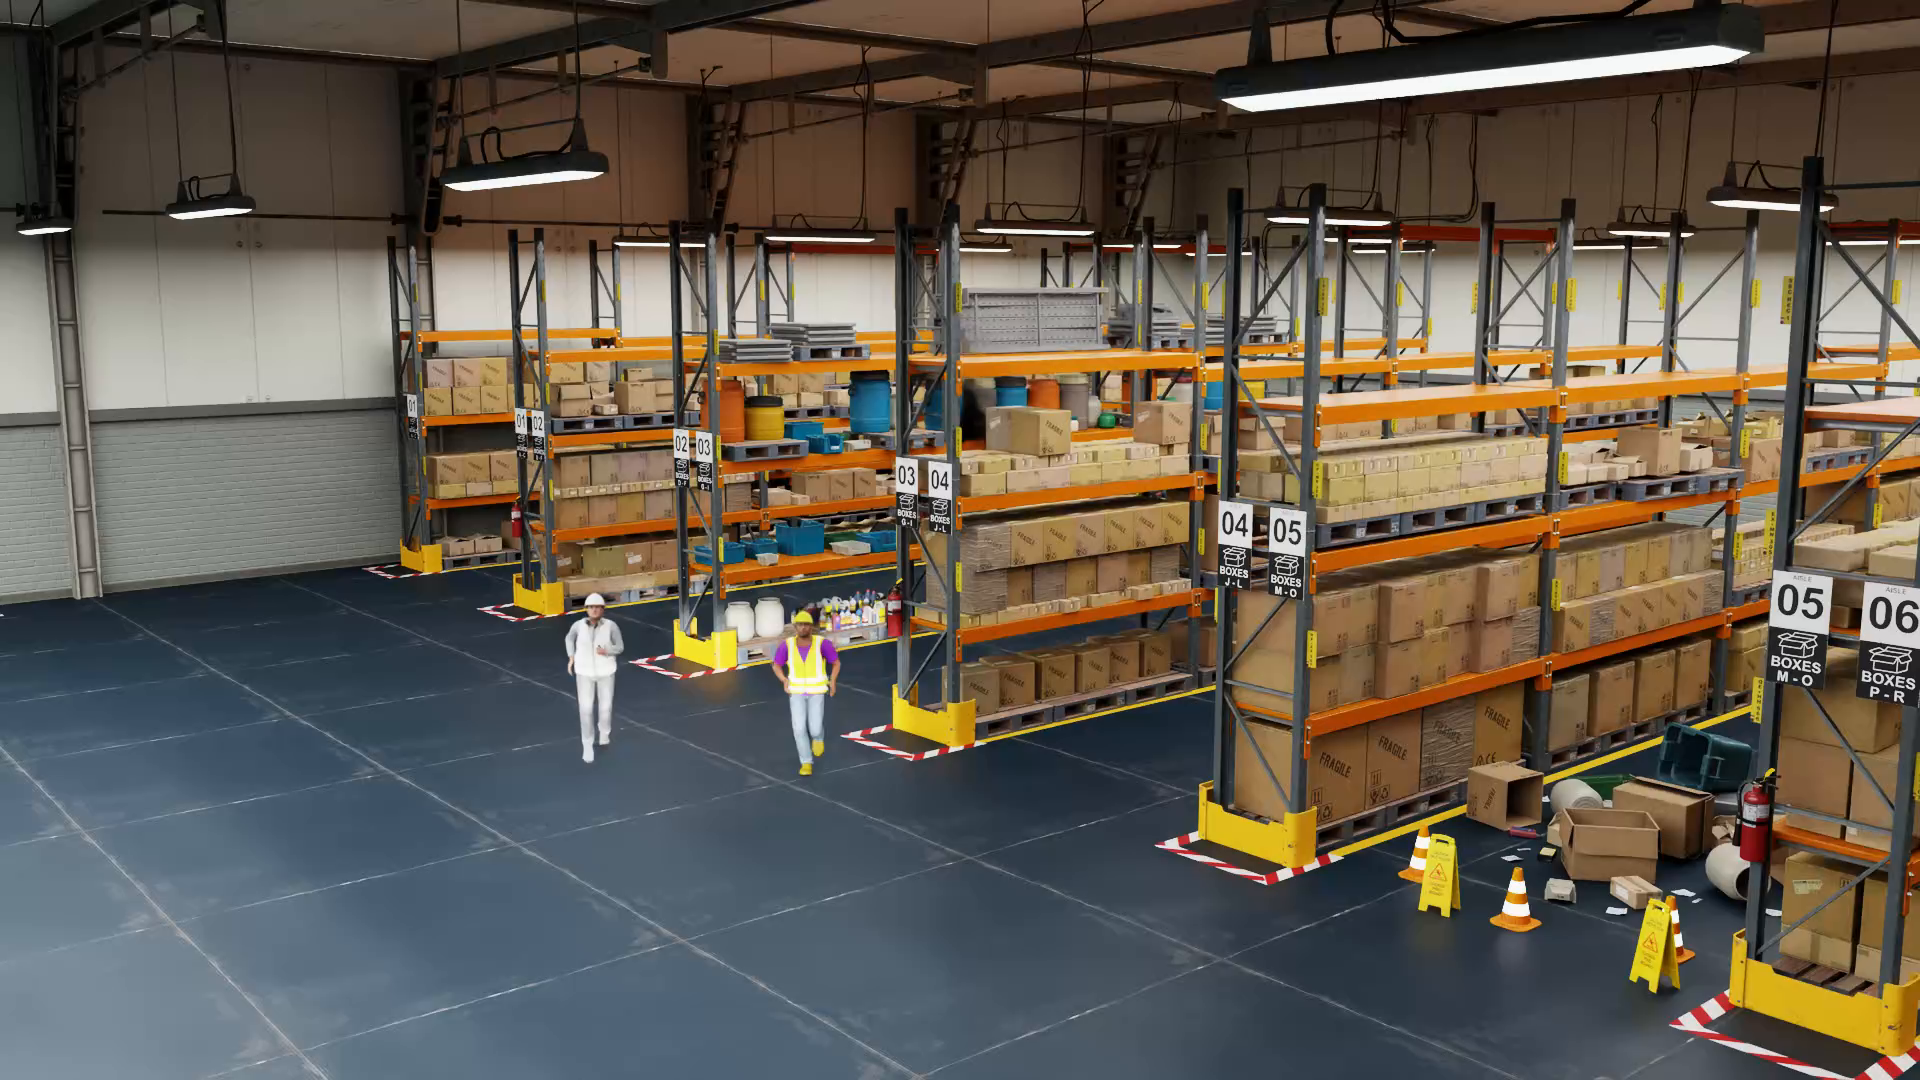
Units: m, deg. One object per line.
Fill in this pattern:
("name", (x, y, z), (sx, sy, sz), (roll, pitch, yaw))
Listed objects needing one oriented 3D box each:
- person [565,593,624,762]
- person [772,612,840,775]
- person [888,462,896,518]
("person", (-4.011, 1.493, 18.313), (0.625, 1.833, 0.767), (-2, 9, -13))
("person", (-1.641, 1.600, 17.726), (0.722, 1.722, 0.644), (0, 9, 1))
("person", (-1.257, -0.720, 33.003), (0.734, 1.688, 0.623), (-8, 12, -44))
